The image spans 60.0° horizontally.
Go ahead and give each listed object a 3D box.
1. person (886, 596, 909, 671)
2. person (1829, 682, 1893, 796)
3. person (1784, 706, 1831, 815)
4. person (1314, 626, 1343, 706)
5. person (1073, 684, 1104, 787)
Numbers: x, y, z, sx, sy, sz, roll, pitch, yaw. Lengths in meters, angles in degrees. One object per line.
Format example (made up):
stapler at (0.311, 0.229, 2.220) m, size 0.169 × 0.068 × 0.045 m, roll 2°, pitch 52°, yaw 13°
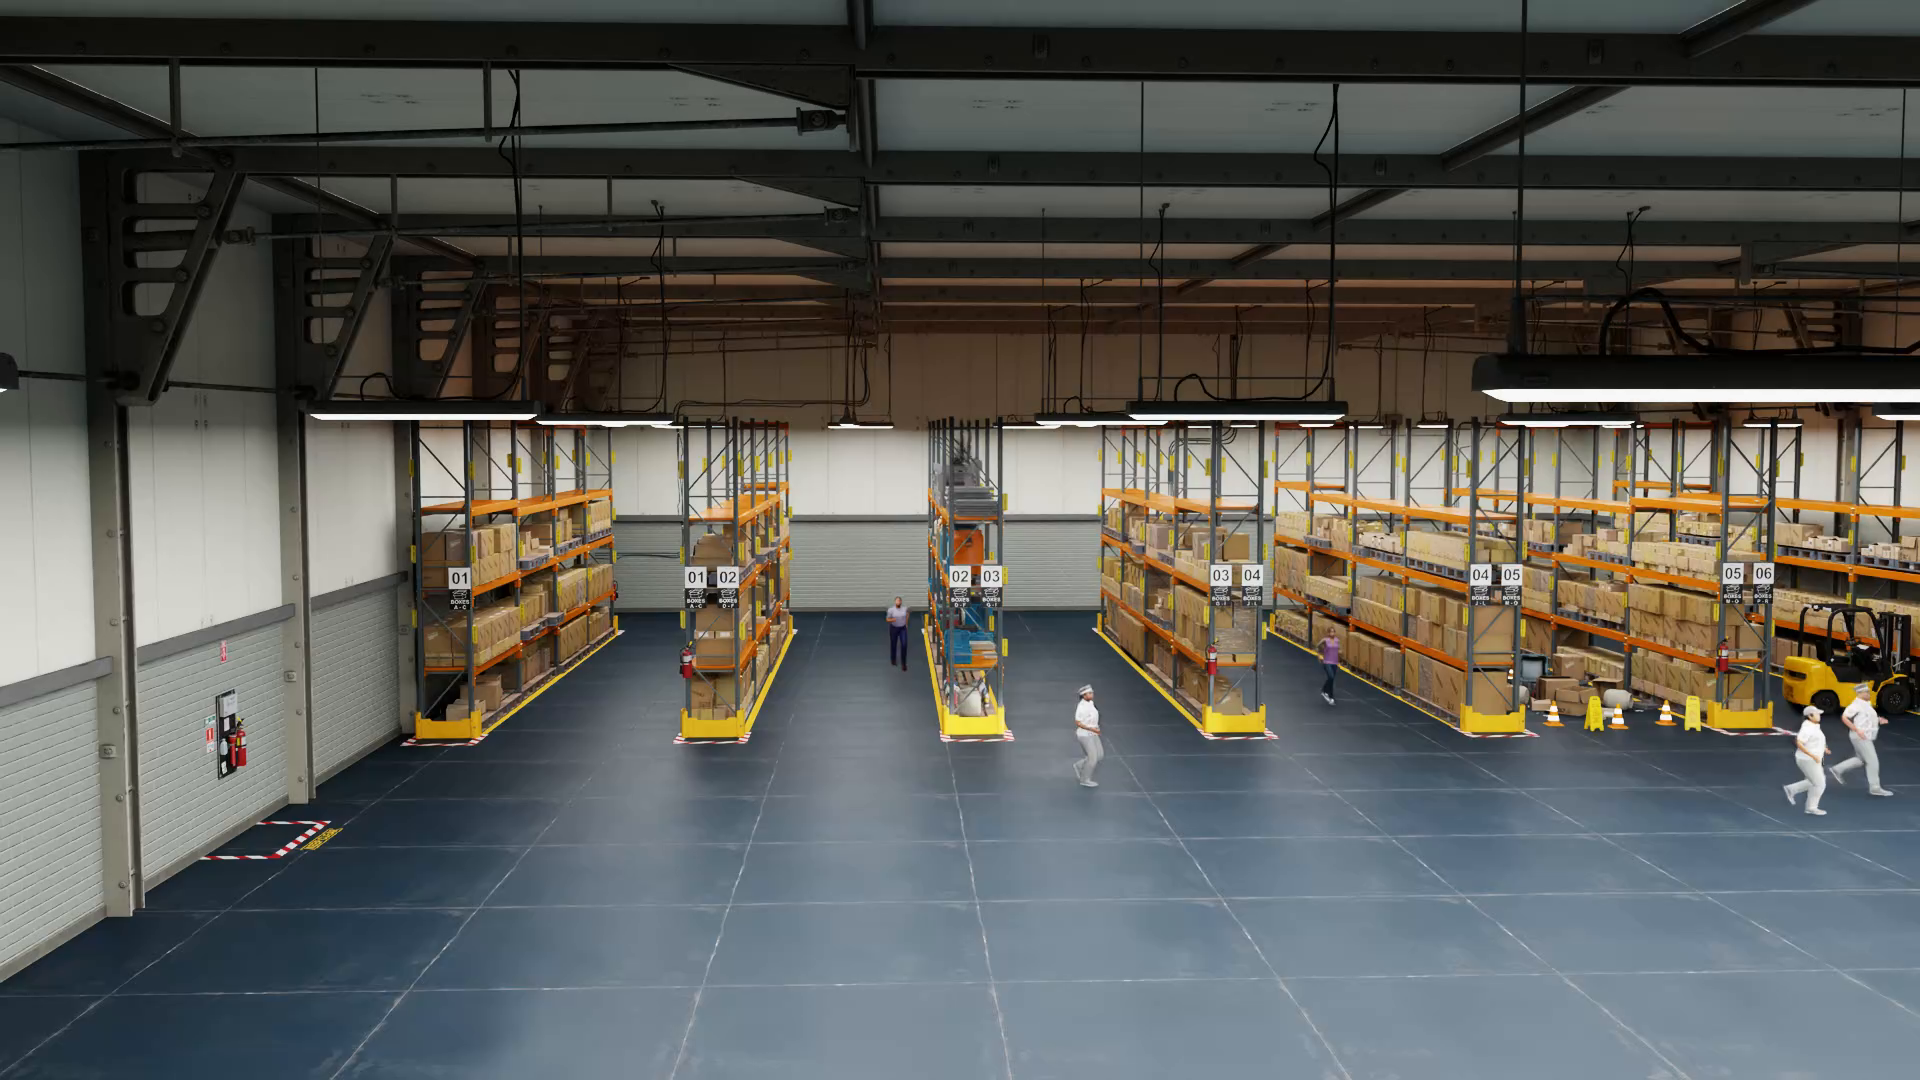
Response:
person at (-1.436, 2.141, 38.496) m, size 0.550 × 1.698 × 0.800 m, roll 0°, pitch 4°, yaw -7°
person at (14.265, 3.116, 26.262) m, size 0.912 × 1.750 × 0.672 m, roll 3°, pitch 5°, yaw 41°
person at (12.685, 3.292, 24.894) m, size 0.610 × 1.612 × 0.602 m, roll 2°, pitch 4°, yaw 34°
person at (7.782, 2.636, 34.987) m, size 0.509 × 1.646 × 0.730 m, roll -1°, pitch 4°, yaw -19°
person at (2.066, 3.143, 26.831) m, size 0.578 × 1.651 × 0.572 m, roll 2°, pitch 4°, yaw 27°
